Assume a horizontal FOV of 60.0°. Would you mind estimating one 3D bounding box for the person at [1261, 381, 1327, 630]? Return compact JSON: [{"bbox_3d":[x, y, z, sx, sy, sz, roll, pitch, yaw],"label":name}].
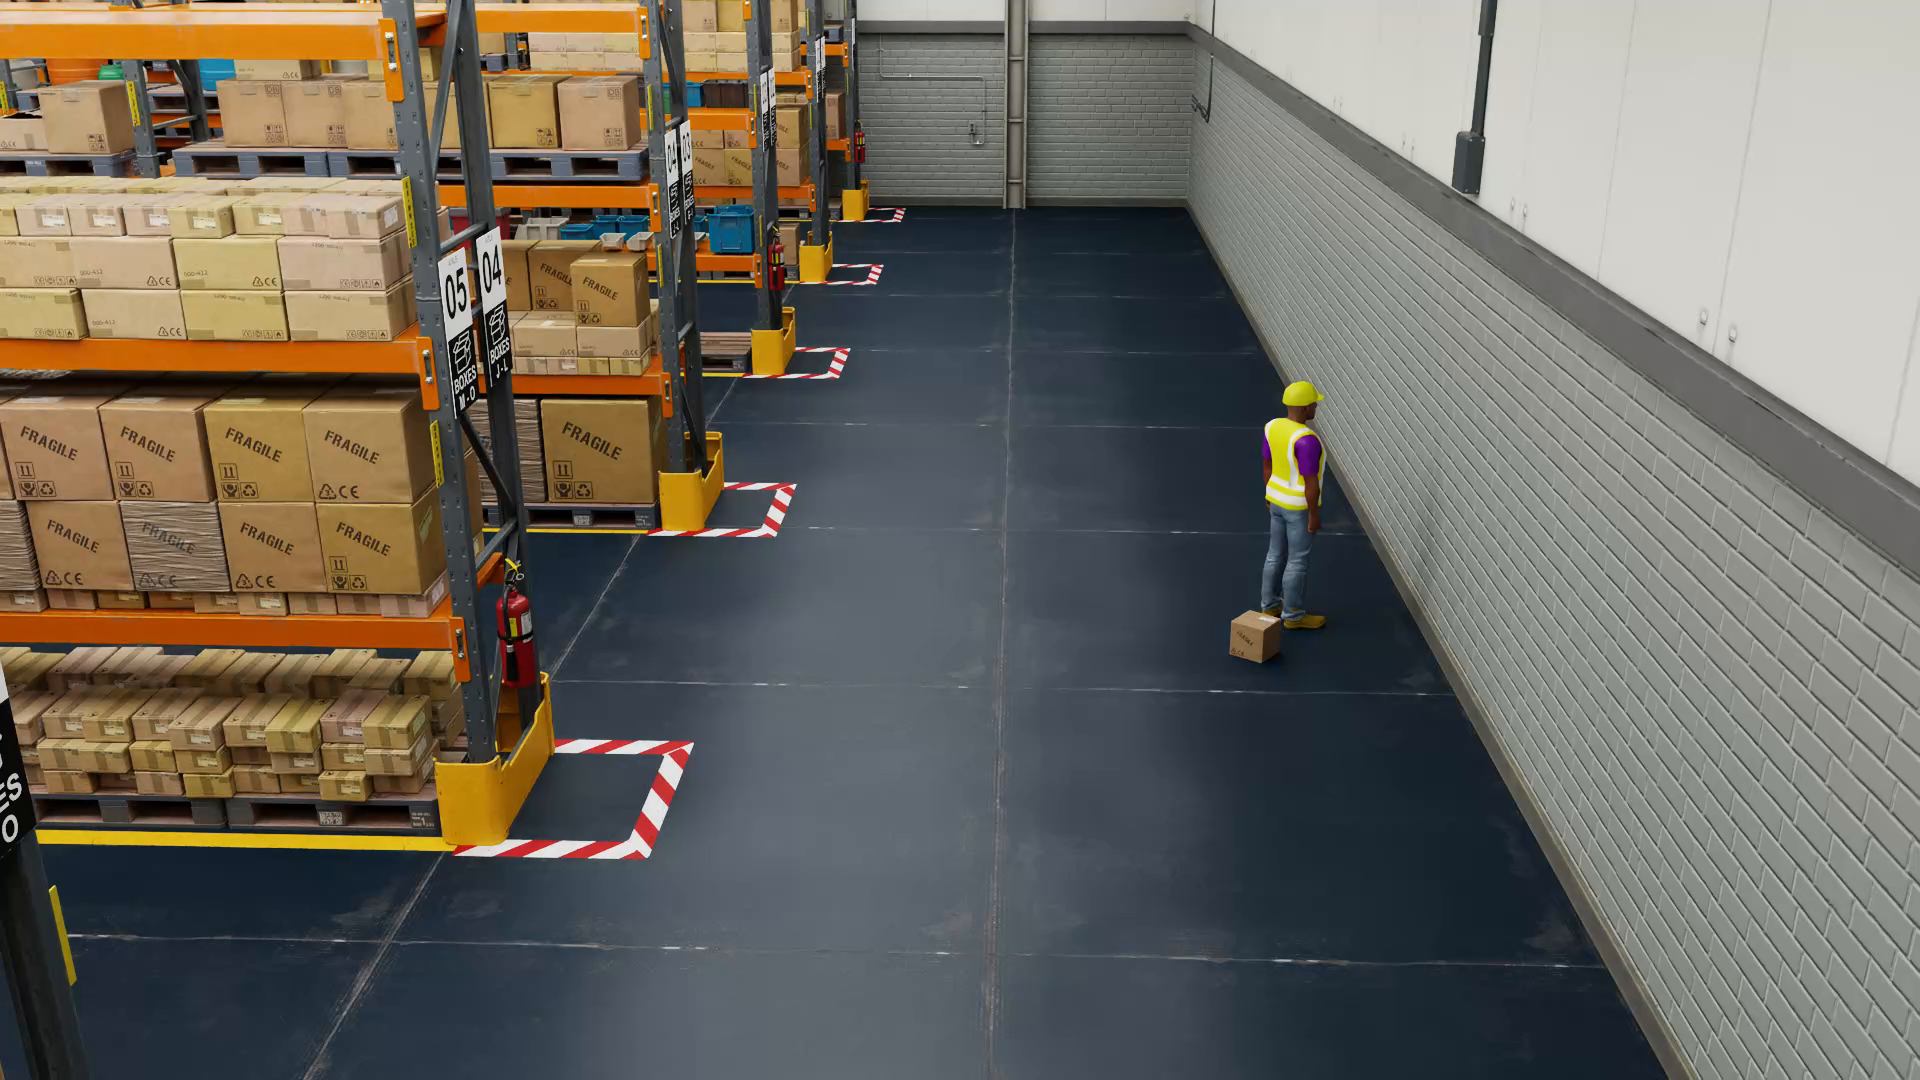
[{"bbox_3d":[2.366,-0.259,11.724,0.368,1.771,0.562,-9,23,-23],"label":"person"}]
